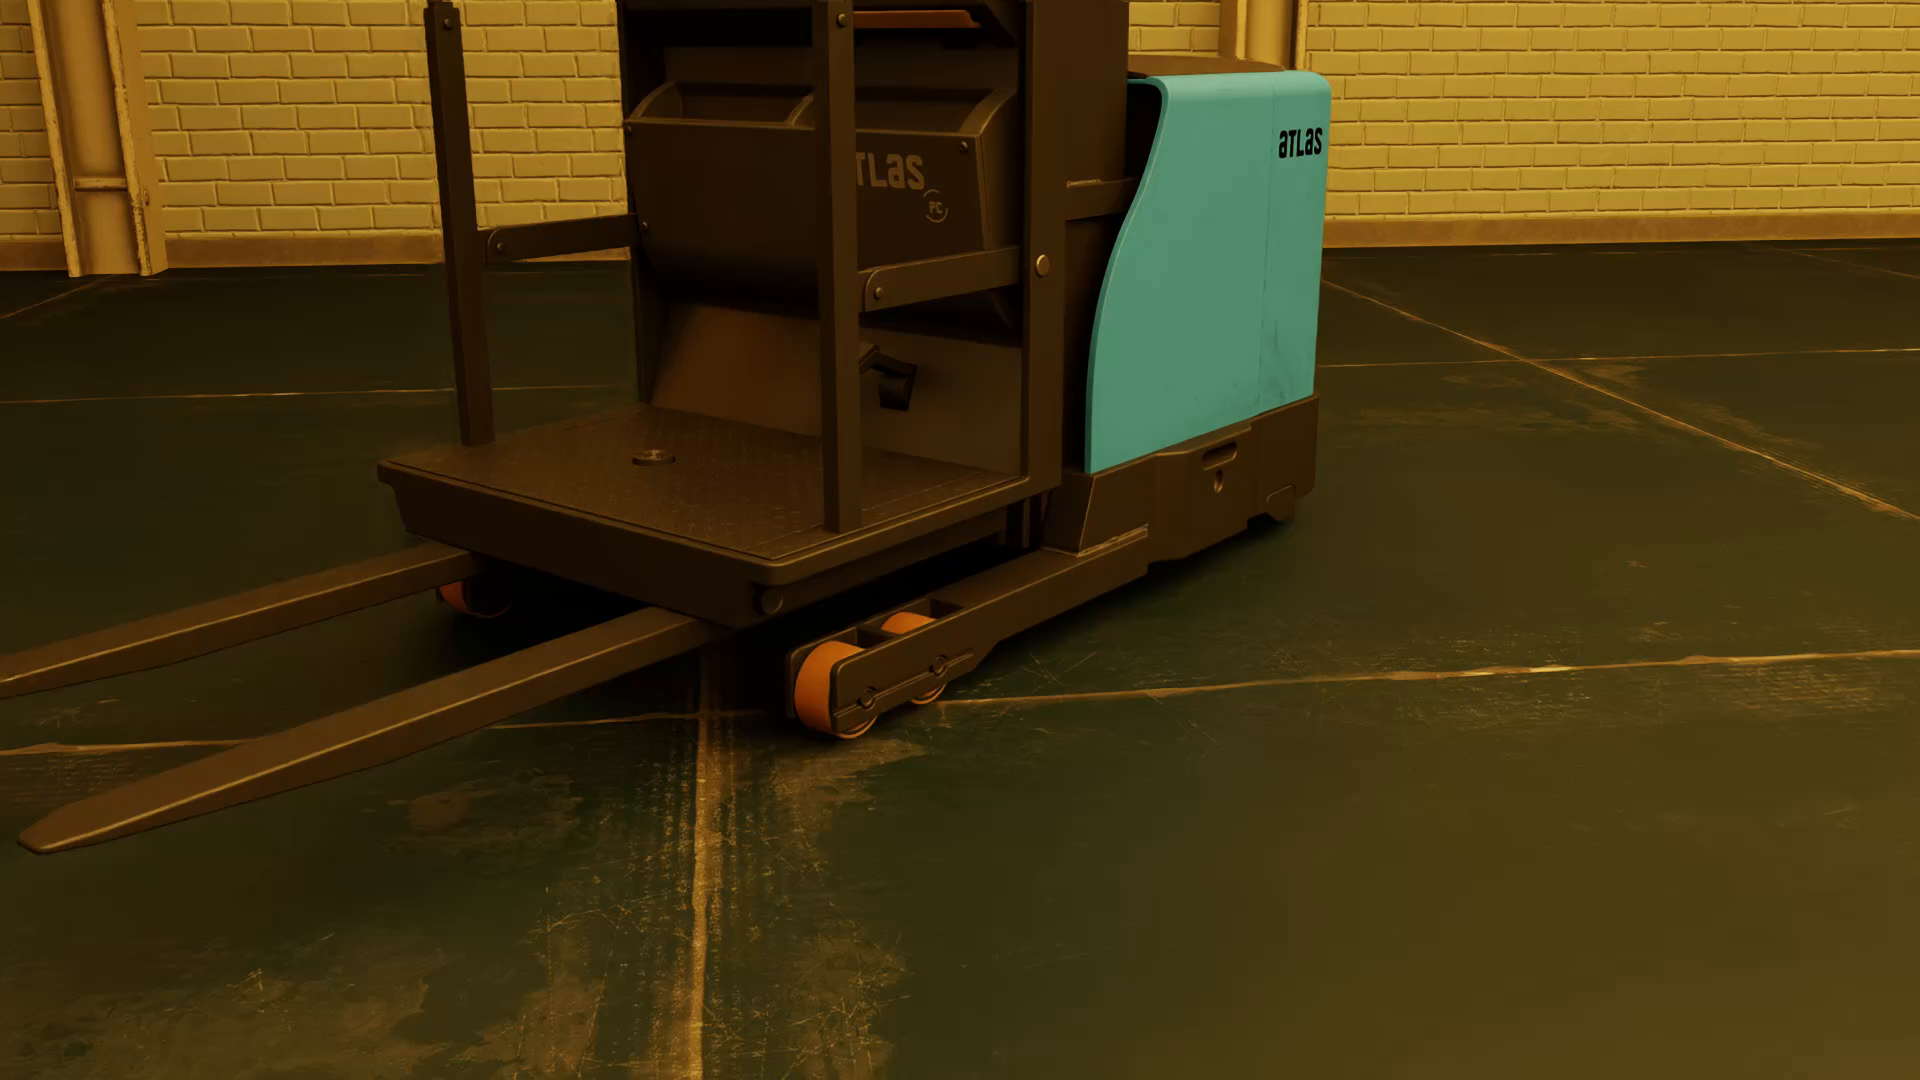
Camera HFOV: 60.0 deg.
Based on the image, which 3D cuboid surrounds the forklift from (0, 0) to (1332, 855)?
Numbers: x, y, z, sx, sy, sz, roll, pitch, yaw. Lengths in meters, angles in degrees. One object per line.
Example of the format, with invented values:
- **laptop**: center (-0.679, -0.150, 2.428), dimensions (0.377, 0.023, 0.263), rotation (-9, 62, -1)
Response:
- **forklift**: center (-0.421, -1.224, 2.948), dimensions (1.130, 2.935, 3.031), rotation (13, 21, 36)
